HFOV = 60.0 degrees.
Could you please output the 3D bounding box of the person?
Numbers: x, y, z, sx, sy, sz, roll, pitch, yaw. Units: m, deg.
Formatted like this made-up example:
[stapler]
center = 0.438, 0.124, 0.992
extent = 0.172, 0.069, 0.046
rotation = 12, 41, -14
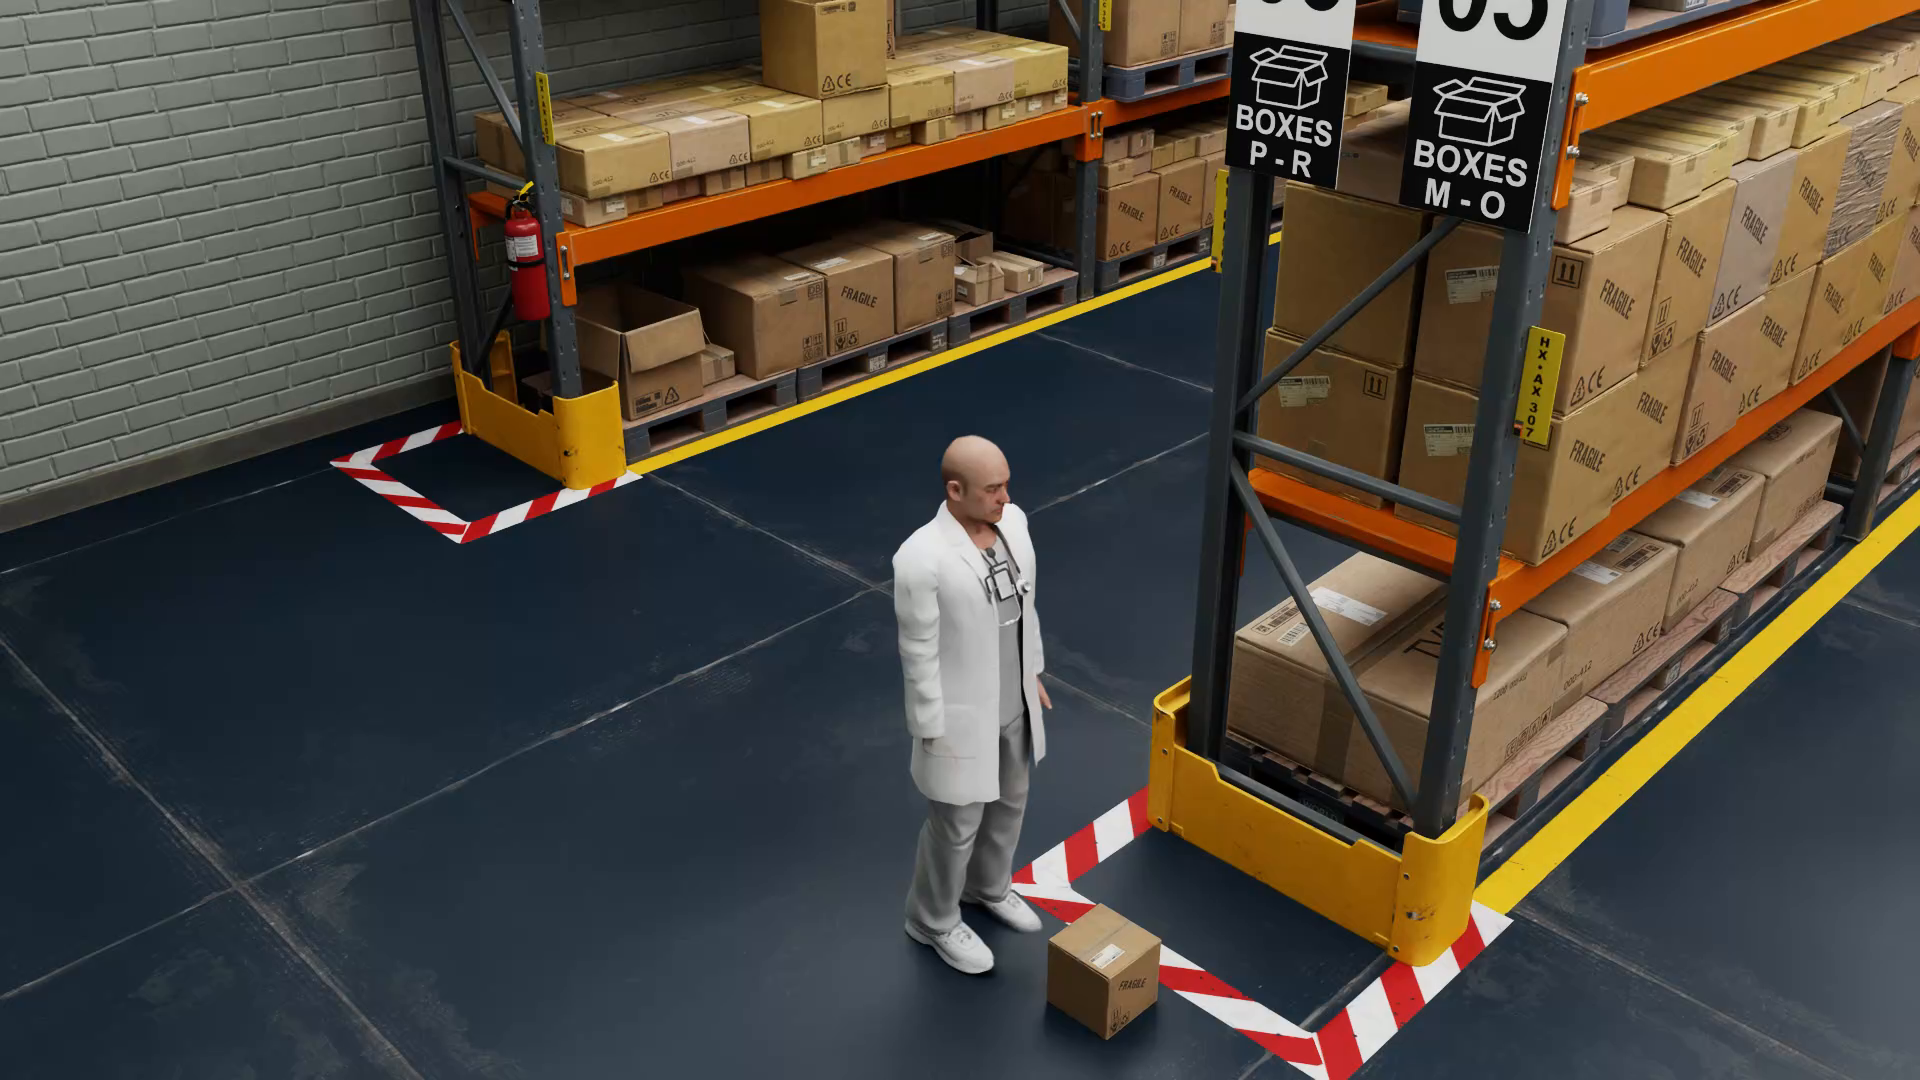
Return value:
[person]
center = 0.060, 0.516, 5.172
extent = 0.394, 1.799, 0.562
rotation = 23, 35, 37
